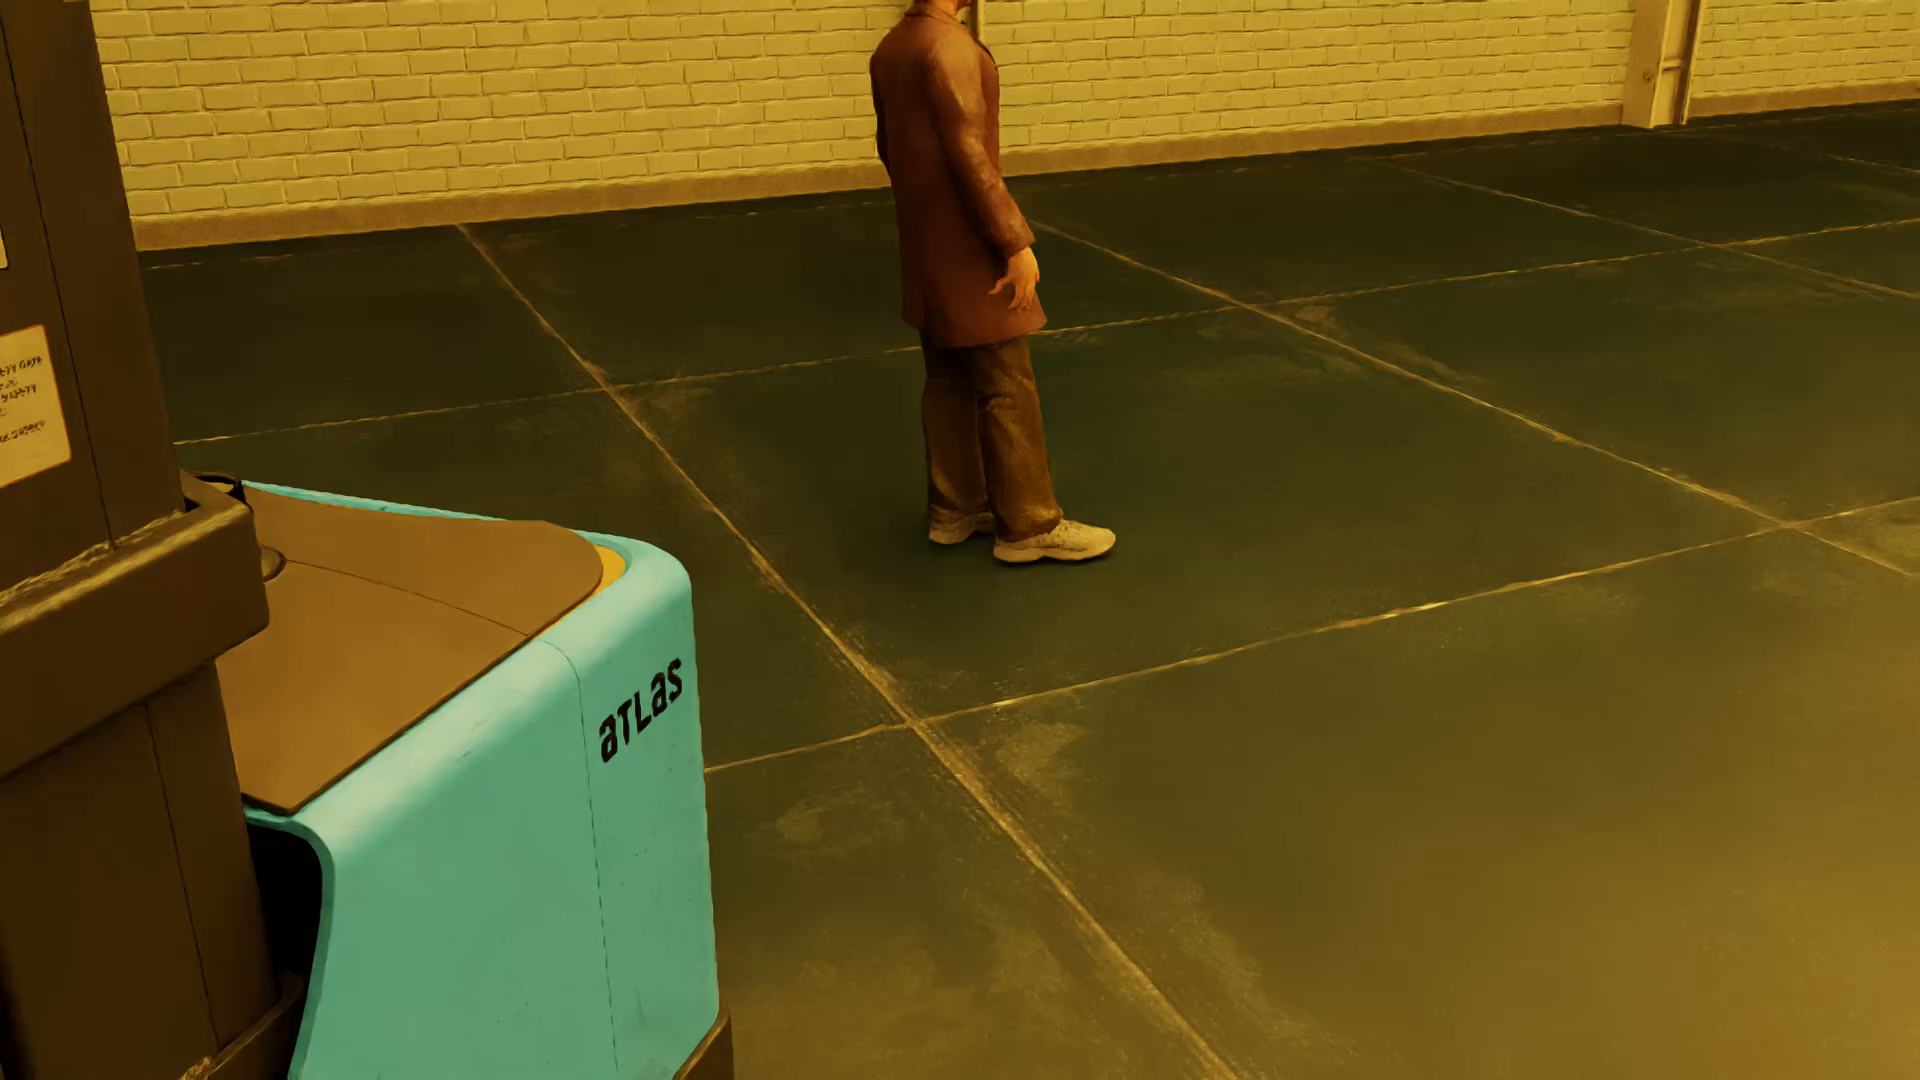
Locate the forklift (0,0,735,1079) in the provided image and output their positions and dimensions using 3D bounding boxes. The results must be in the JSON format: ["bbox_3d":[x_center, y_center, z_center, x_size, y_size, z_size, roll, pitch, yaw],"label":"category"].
[{"bbox_3d":[-1.335,0.111,1.020,1.130,2.935,3.031,8,24,18],"label":"forklift"}]

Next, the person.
[{"bbox_3d":[0.085,-0.841,4.795,0.580,1.776,0.694,-10,25,-23],"label":"person"}]
